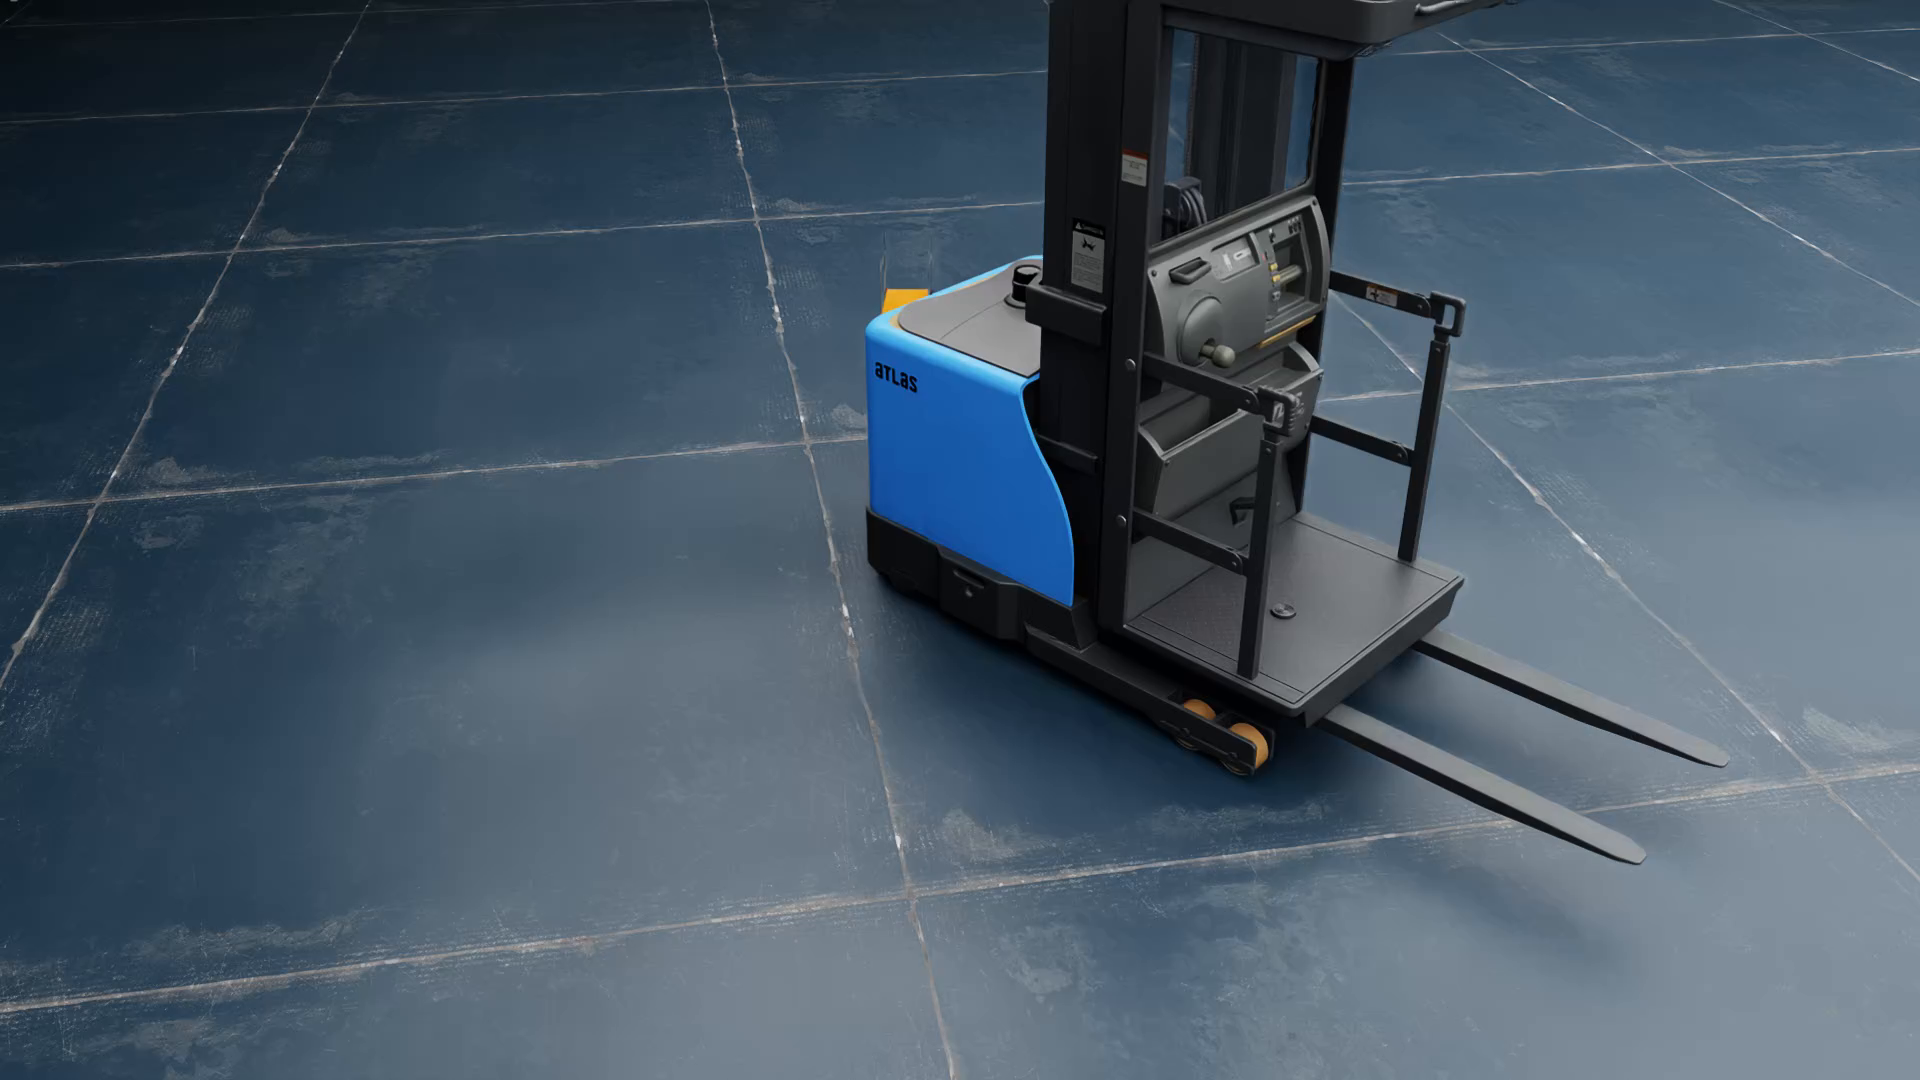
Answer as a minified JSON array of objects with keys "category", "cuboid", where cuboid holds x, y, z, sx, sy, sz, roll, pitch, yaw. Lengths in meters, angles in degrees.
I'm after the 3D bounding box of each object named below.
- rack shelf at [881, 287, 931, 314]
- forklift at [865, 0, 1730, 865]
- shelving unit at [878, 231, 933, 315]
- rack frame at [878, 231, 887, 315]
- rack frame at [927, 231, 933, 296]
[{"category":"rack shelf","cuboid":[-0.205,-0.885,6.449,0.180,0.103,0.258,1,30,2]},{"category":"forklift","cuboid":[1.060,-0.795,5.211,3.031,2.935,1.130,25,39,36]},{"category":"shelving unit","cuboid":[-0.205,-0.613,6.609,0.189,1.200,0.258,1,30,2]},{"category":"rack frame","cuboid":[-0.297,-0.615,6.612,0.006,1.200,0.240,1,30,2]},{"category":"rack frame","cuboid":[-0.114,-0.611,6.606,0.006,1.200,0.240,1,30,2]}]
